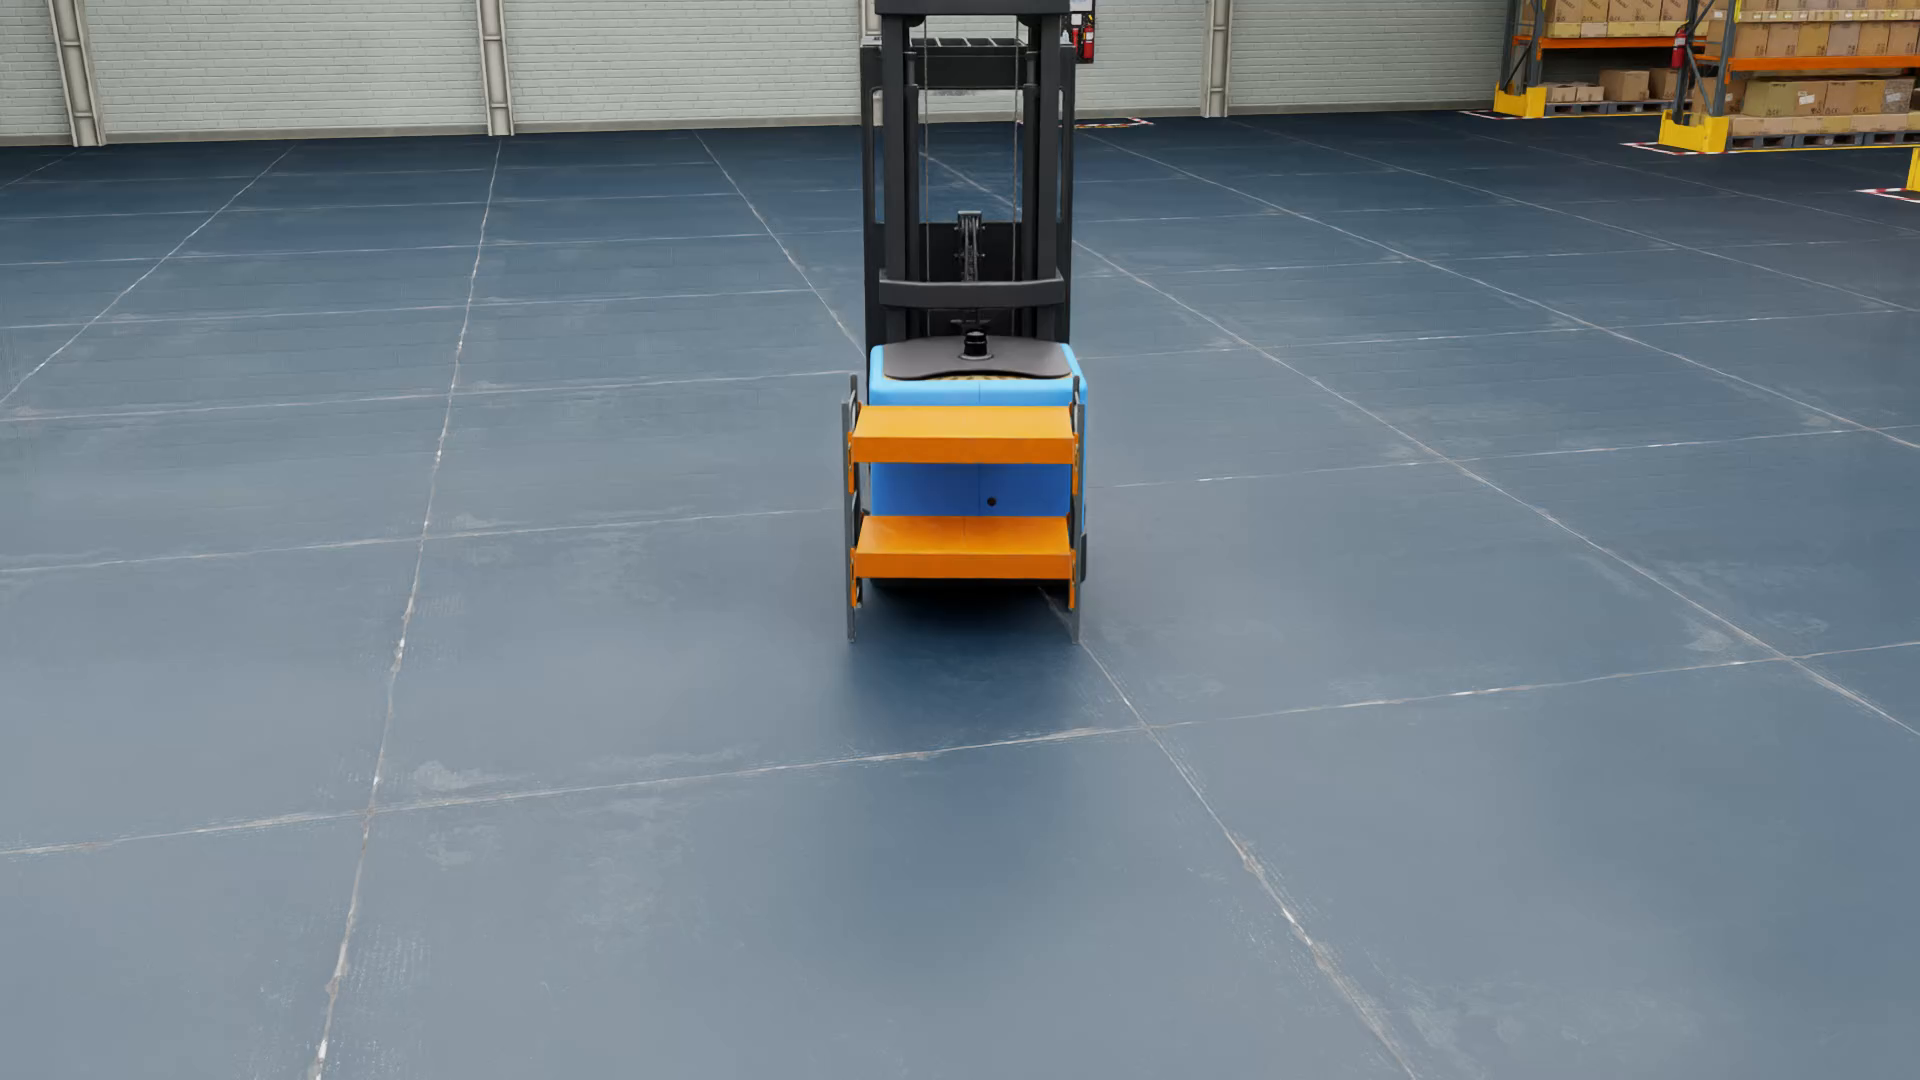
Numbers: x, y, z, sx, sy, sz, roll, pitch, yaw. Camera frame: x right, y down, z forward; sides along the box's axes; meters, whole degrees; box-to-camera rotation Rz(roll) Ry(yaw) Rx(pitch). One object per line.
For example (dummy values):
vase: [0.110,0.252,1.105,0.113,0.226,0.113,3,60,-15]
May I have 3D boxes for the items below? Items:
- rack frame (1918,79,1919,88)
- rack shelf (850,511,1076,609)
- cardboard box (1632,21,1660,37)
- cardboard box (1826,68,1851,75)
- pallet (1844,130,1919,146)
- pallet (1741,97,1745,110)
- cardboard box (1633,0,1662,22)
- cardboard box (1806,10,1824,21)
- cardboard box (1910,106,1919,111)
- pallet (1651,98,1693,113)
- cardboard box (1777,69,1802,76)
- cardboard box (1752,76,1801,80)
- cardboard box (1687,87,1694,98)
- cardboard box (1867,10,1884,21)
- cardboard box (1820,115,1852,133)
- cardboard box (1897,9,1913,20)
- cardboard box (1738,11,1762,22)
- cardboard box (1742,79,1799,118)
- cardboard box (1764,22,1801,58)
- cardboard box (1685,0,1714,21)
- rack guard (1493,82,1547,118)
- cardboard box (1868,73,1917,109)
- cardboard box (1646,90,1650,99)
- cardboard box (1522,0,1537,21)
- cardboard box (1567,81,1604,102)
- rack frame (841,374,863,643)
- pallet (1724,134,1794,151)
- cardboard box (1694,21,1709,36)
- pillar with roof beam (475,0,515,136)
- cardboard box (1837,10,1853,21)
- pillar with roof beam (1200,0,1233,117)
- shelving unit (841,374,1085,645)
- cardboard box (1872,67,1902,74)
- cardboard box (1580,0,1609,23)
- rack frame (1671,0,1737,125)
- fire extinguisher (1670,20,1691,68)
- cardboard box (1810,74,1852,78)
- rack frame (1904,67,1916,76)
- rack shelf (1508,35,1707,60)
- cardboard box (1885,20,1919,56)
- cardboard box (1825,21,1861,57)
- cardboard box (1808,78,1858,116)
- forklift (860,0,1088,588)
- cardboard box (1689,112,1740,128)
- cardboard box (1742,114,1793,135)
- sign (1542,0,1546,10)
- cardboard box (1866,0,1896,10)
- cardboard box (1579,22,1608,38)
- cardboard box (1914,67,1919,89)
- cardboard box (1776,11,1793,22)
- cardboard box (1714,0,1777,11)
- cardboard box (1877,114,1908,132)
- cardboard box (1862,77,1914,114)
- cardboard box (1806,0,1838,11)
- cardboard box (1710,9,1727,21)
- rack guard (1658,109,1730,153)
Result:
rack frame: [17.553,-9.549,30.523,0.127,3.000,1.000,-5,21,-12]
rack shelf: [0.019,0.085,7.657,1.000,0.278,0.538,0,20,1]
cardboard box: [11.807,-8.911,28.969,0.500,0.250,0.500,-4,21,-12]
cardboard box: [15.859,-8.457,30.536,0.500,0.500,0.700,-5,21,-13]
pallet: [14.020,-6.217,25.479,1.213,0.211,1.003,-5,21,-12]
pallet: [14.418,-7.986,30.308,1.213,0.211,1.003,-5,21,-12]
cardboard box: [11.789,-9.264,28.842,0.500,0.500,0.500,-4,20,-11]
cardboard box: [12.347,-7.651,24.252,0.250,0.149,0.380,-5,21,-14]
cardboard box: [15.141,-6.611,25.888,0.500,0.250,0.500,-5,21,-13]
pallet: [13.015,-7.859,29.961,1.213,0.211,1.003,-5,21,-12]
cardboard box: [14.864,-8.387,30.345,0.500,0.500,0.700,-5,21,-14]
cardboard box: [12.335,-6.743,25.157,0.500,0.500,0.500,-5,21,-12]
cardboard box: [13.147,-8.057,29.927,0.250,0.166,0.380,-7,21,-20]
cardboard box: [13.353,-7.733,24.476,0.250,0.149,0.380,-4,21,-11]
cardboard box: [12.945,-6.251,24.904,0.500,0.250,0.500,-5,21,-12]
cardboard box: [13.838,-7.772,24.581,0.250,0.149,0.380,-5,21,-13]
cardboard box: [11.343,-7.569,24.028,0.250,0.149,0.380,-5,21,-13]
cardboard box: [11.971,-6.525,24.563,0.500,0.500,0.500,-5,21,-12]
cardboard box: [11.879,-7.381,24.458,0.500,0.500,0.700,-4,21,-11]
cardboard box: [12.787,-9.342,29.054,0.500,0.500,0.500,-5,21,-13]
rack guard: [9.842,-7.749,29.241,0.348,0.500,1.175,-5,21,-12]
cardboard box: [14.281,-6.901,25.590,0.500,0.500,0.500,-5,21,-12]
cardboard box: [12.099,-7.981,29.746,0.250,0.149,0.380,-6,21,-17]
cardboard box: [10.178,-9.316,28.984,0.500,0.500,0.500,-5,21,-13]
cardboard box: [11.017,-7.930,29.371,0.500,0.311,0.500,-3,20,-8]
rack frame: [-0.490,-0.148,7.583,0.032,1.125,0.500,0,20,1]
pallet: [11.646,-6.024,24.952,1.213,0.211,1.003,-5,21,-12]
cardboard box: [12.783,-8.996,29.201,0.500,0.250,0.500,-5,21,-12]
pillar with roof beam: [-6.276,-9.212,20.881,0.400,9.000,9.100,-5,21,-12]
cardboard box: [12.839,-7.690,24.359,0.250,0.149,0.380,-4,21,-12]
pillar with roof beam: [5.402,-10.162,23.474,0.400,9.000,9.100,-5,21,-12]
shelving unit: [0.019,-0.144,7.573,1.048,1.125,0.538,0,20,1]
cardboard box: [16.864,-8.508,30.674,0.500,0.500,0.700,-4,21,-12]
cardboard box: [10.785,-9.180,28.614,0.500,0.500,0.500,-5,21,-12]
rack frame: [10.911,-7.258,24.268,0.127,3.000,1.000,-5,21,-12]
fire extinguisher: [10.689,-7.368,24.681,0.183,0.674,0.296,-5,21,-12]
cardboard box: [13.308,-6.822,25.374,0.500,0.500,0.500,-5,21,-12]
rack frame: [14.804,-7.575,25.133,0.127,3.000,1.000,-5,21,-12]
rack shelf: [11.714,-8.737,29.350,4.000,0.370,1.077,-5,21,-12]
cardboard box: [13.862,-7.541,24.894,0.500,0.500,0.700,-5,21,-13]
cardboard box: [12.875,-7.461,24.677,0.500,0.500,0.700,-4,21,-11]
cardboard box: [12.945,-6.602,24.774,0.500,0.500,0.500,-5,21,-12]
forklift: [0.028,-1.605,8.935,1.130,2.935,3.031,-1,20,-2]
cardboard box: [11.365,-6.306,25.055,0.500,0.250,0.500,-5,21,-12]
cardboard box: [11.970,-6.173,24.693,0.500,0.250,0.500,-5,21,-12]
sign: [9.893,-9.141,28.150,0.005,0.325,0.100,-5,21,-12]
cardboard box: [13.395,-8.114,24.573,0.500,0.500,0.700,-5,21,-12]
cardboard box: [10.818,-8.833,28.757,0.500,0.250,0.500,-5,21,-14]
cardboard box: [18.299,-8.752,30.859,0.750,0.750,0.750,-5,21,-13]
cardboard box: [11.842,-7.610,24.140,0.250,0.149,0.380,-5,21,-12]
cardboard box: [11.420,-7.951,24.129,0.500,0.500,0.700,-5,21,-12]
cardboard box: [13.914,-6.335,25.134,0.500,0.250,0.500,-5,21,-12]
cardboard box: [13.914,-6.688,25.007,0.500,0.500,0.500,-5,21,-12]
cardboard box: [12.421,-8.035,24.357,0.500,0.500,0.700,-5,21,-12]
cardboard box: [11.239,-7.704,24.396,0.250,0.149,0.380,-5,21,-13]
rack guard: [10.888,-6.083,24.693,0.348,0.500,1.175,-5,21,-12]
